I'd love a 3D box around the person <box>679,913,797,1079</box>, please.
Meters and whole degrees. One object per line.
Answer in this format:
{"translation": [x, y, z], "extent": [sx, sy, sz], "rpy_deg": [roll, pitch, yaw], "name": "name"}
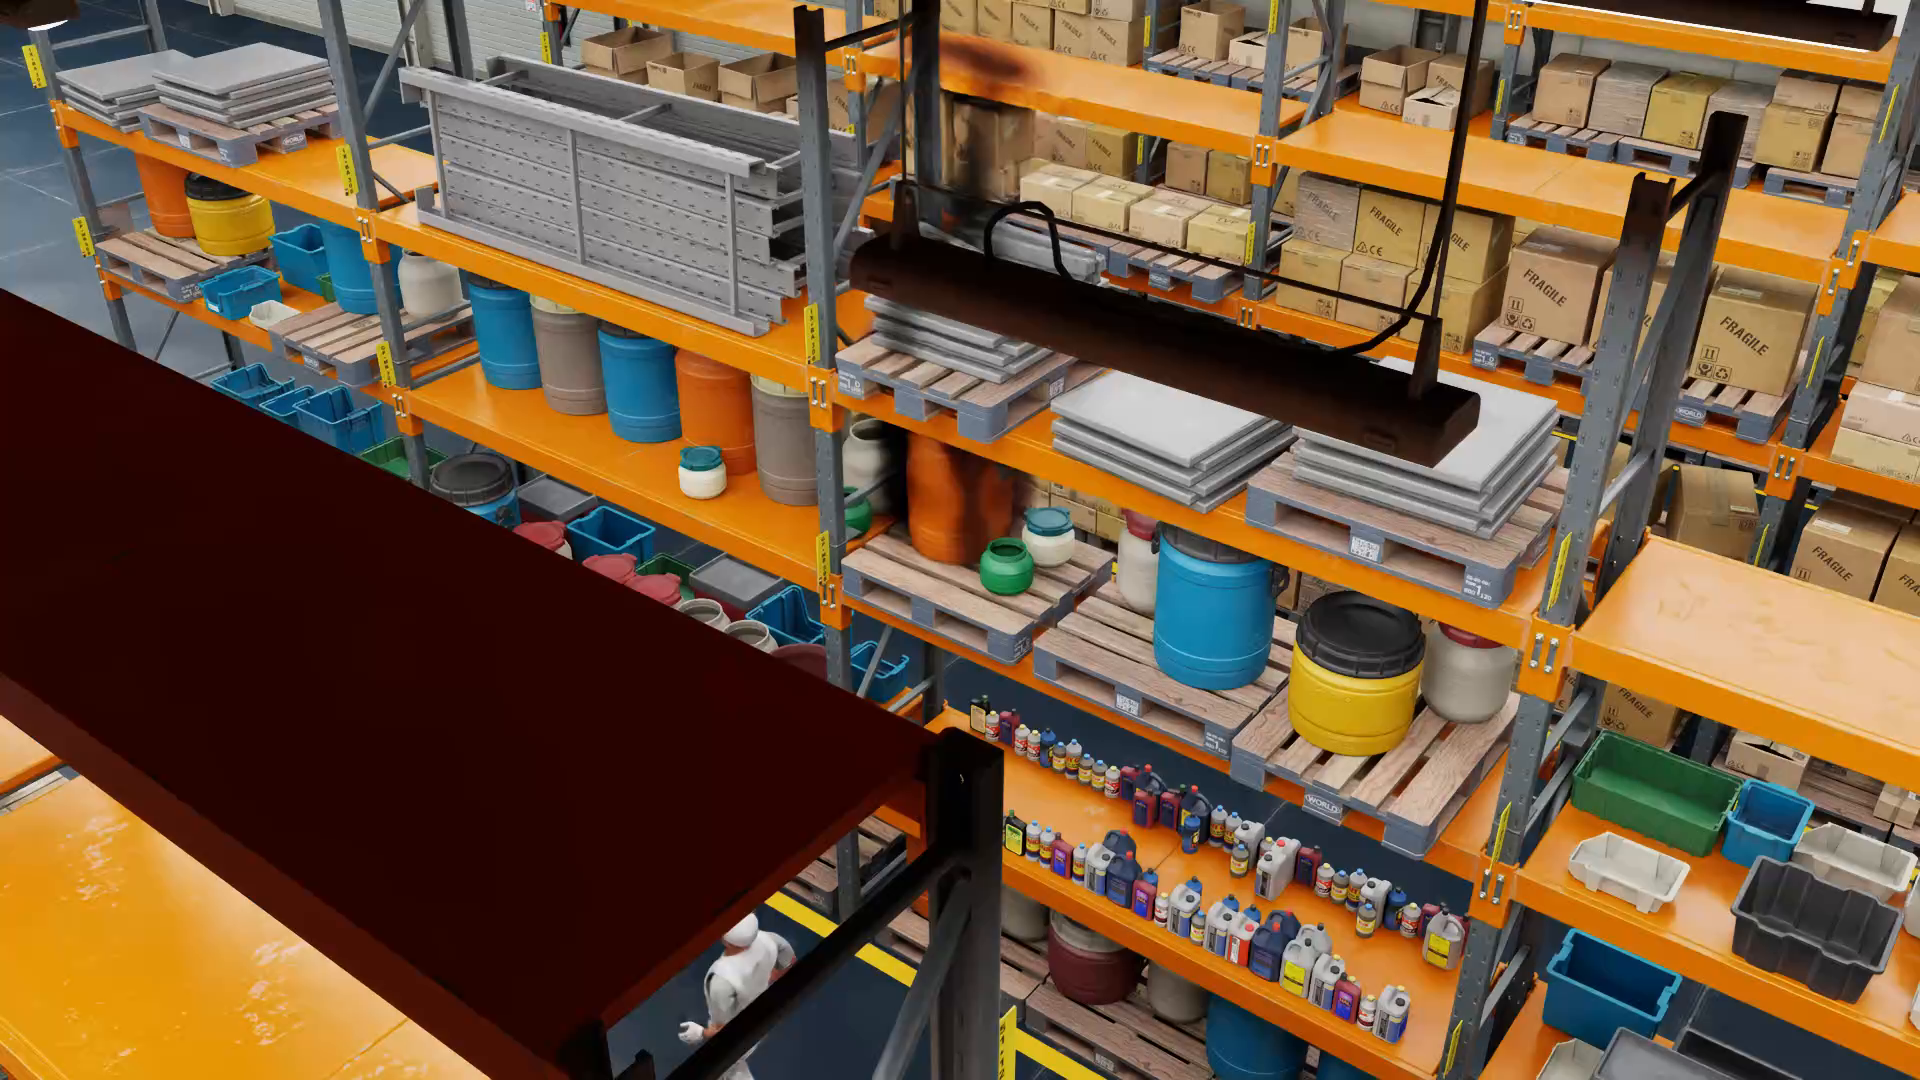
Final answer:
{"translation": [-1.143, 2.672, 9.107], "extent": [0.690, 1.751, 0.655], "rpy_deg": [17, 35, 25], "name": "person"}
